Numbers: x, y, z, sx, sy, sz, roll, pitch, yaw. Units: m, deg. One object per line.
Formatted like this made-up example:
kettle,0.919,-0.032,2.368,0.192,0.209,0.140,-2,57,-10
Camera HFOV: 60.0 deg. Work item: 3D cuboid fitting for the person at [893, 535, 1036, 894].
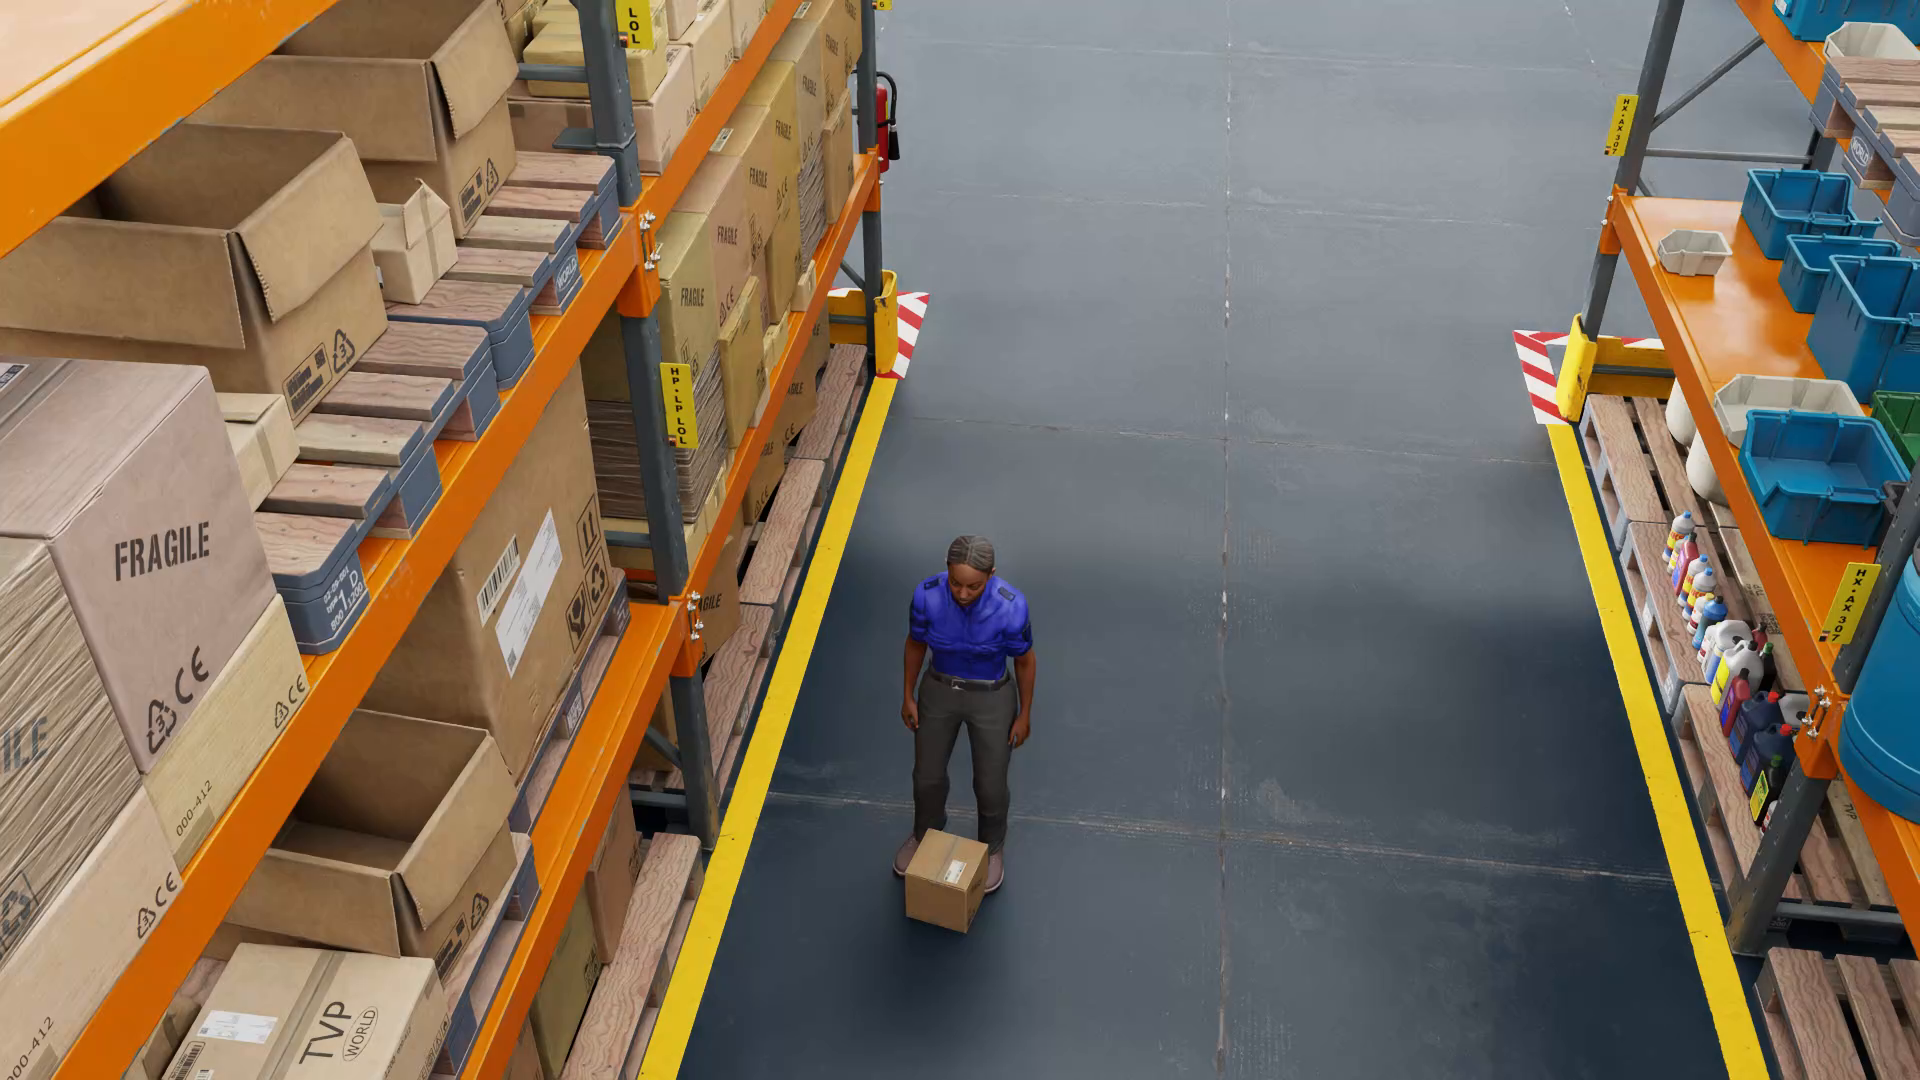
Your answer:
person,0.013,0.617,6.205,0.527,1.653,0.350,8,37,11
